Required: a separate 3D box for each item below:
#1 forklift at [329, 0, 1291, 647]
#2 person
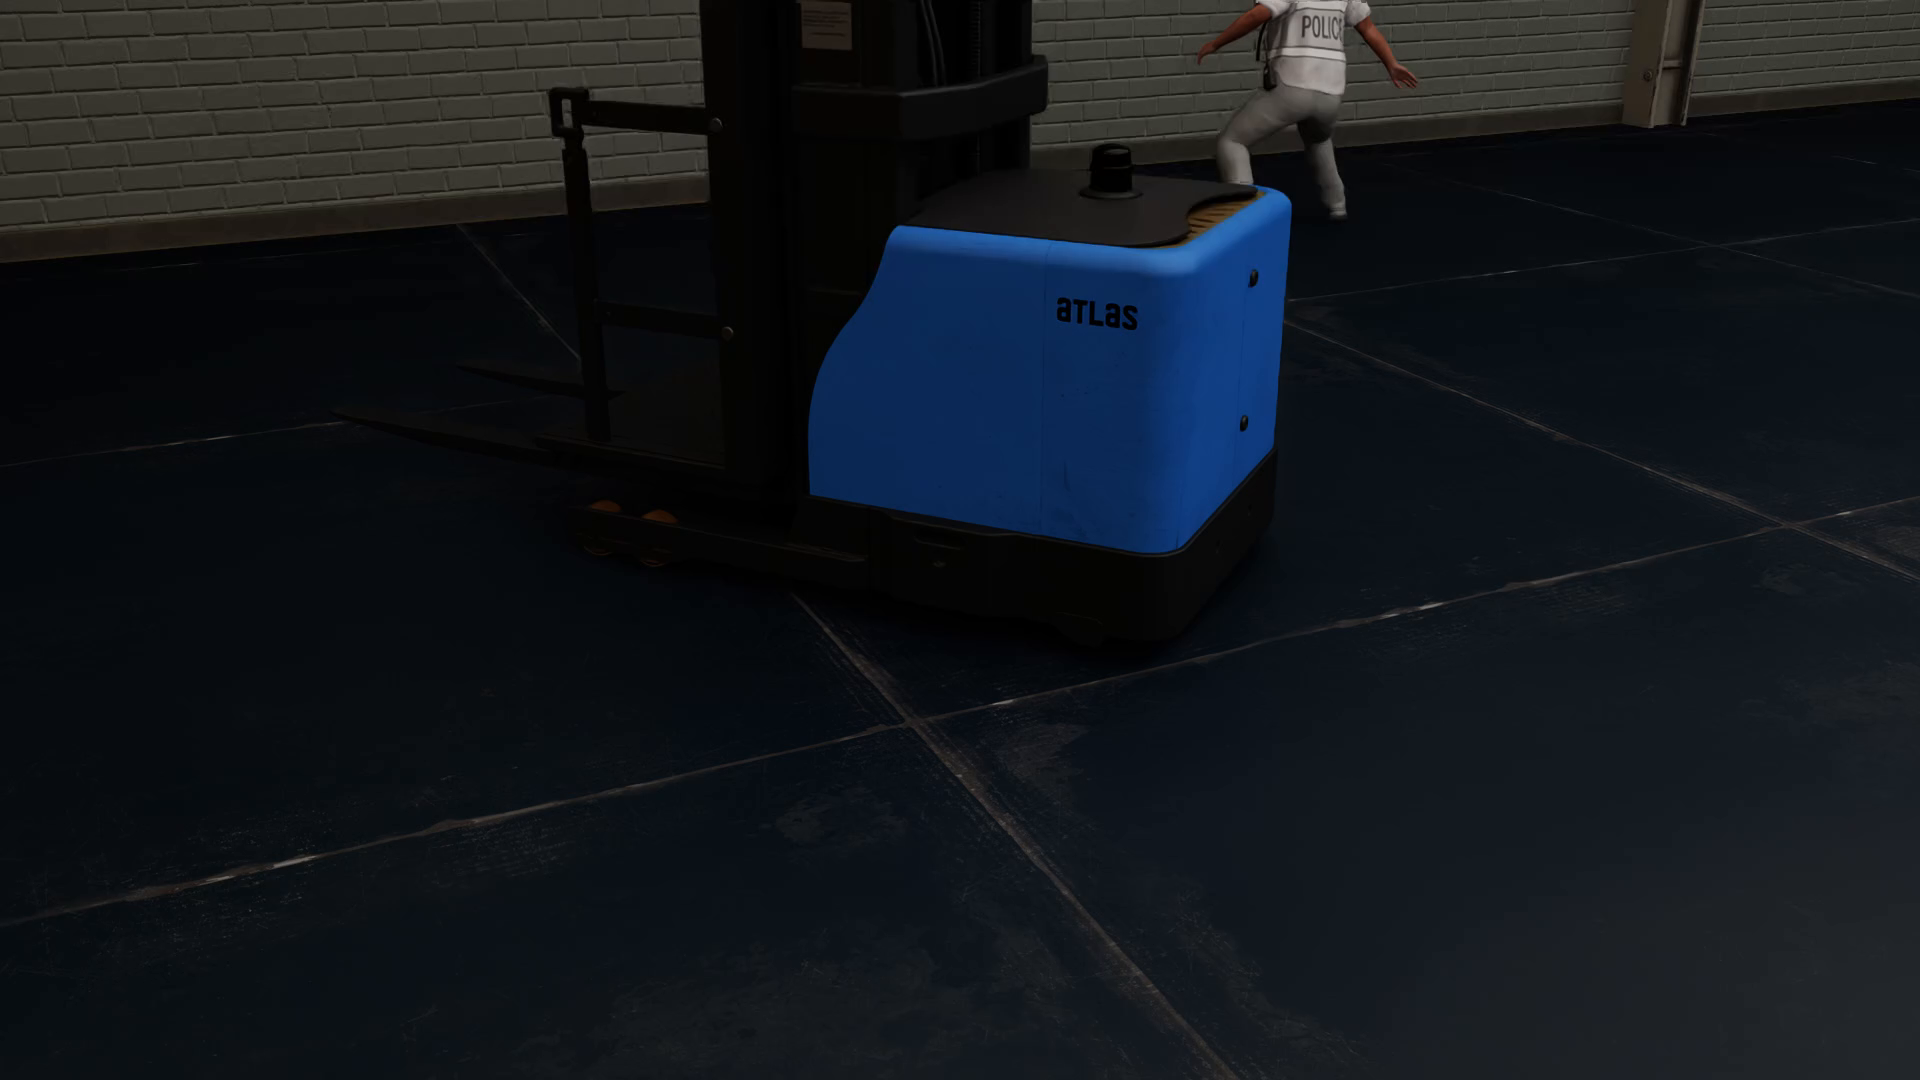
[{"bbox_3d":[-0.605,-1.443,4.760,3.031,2.935,1.130,10,25,23],"label":"forklift"},{"bbox_3d":[1.866,-2.420,8.996,1.156,1.693,0.546,-11,25,-24],"label":"person"}]
